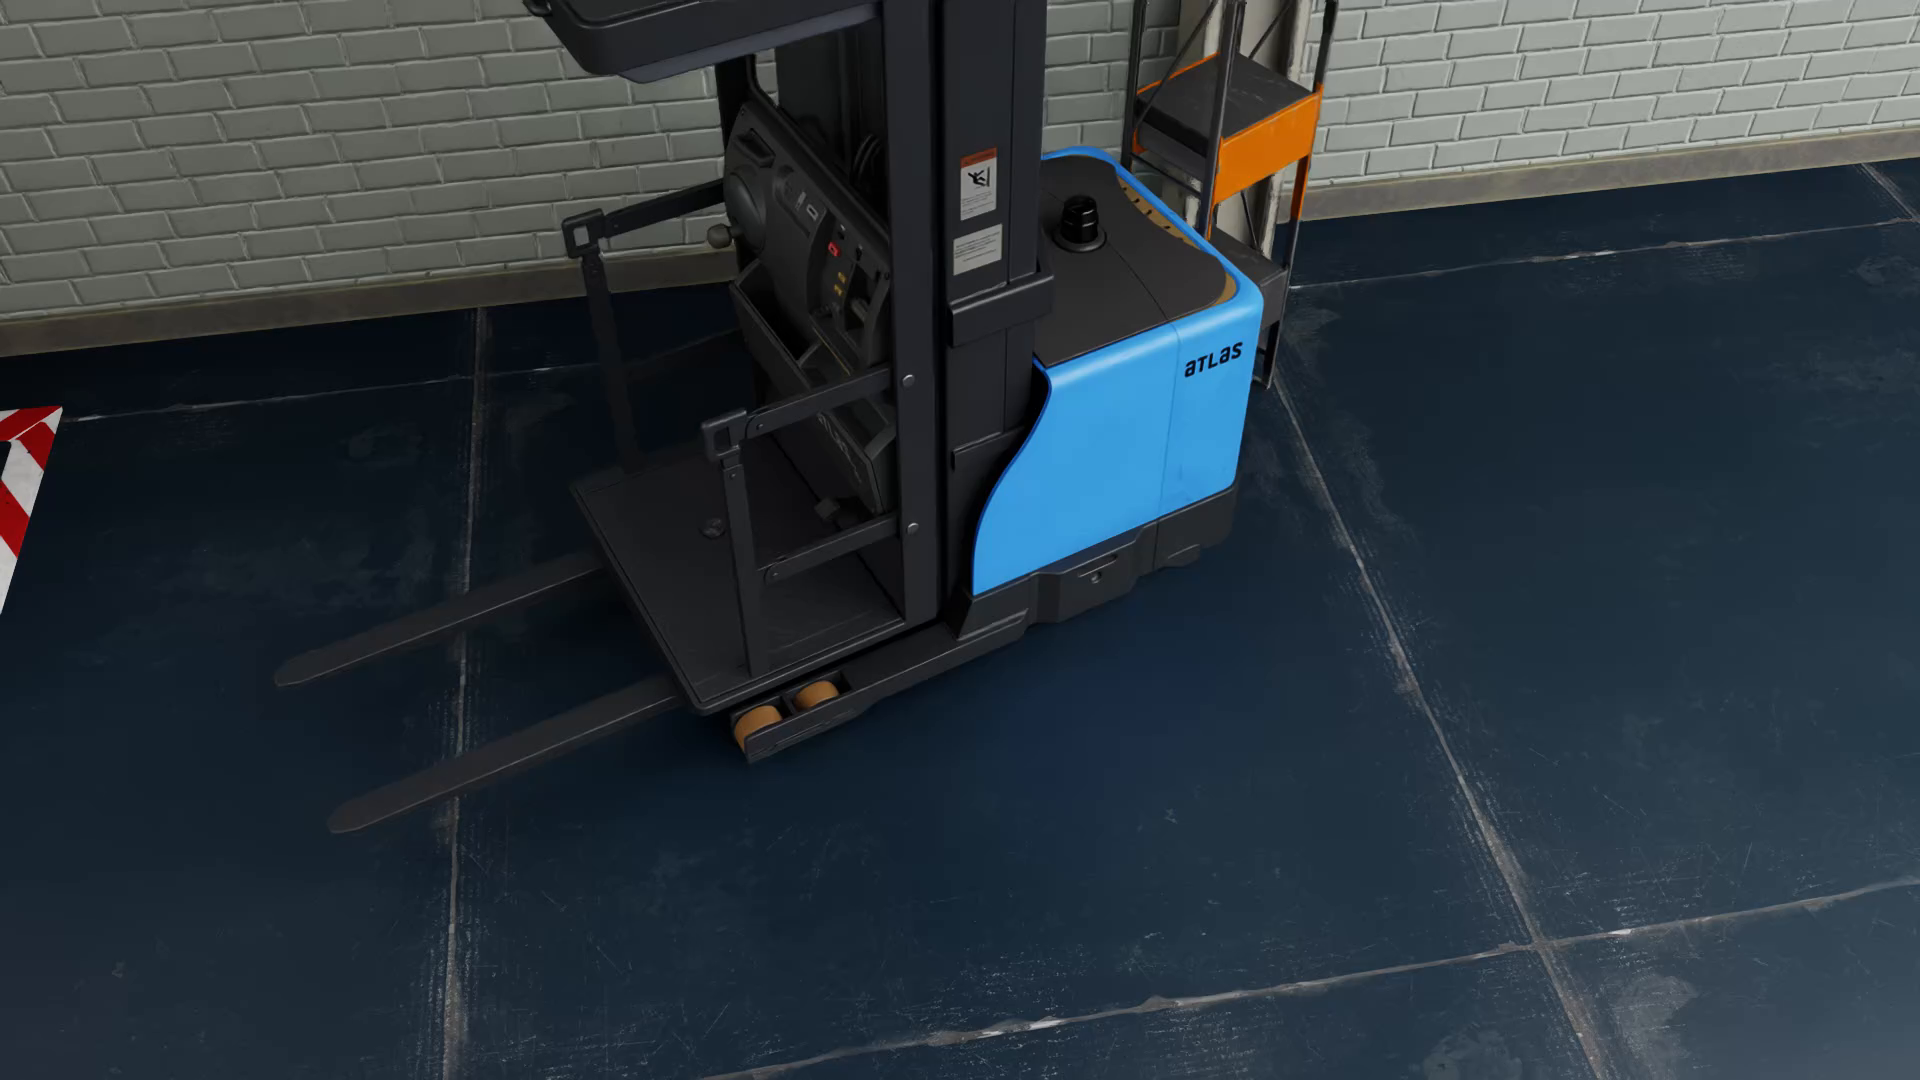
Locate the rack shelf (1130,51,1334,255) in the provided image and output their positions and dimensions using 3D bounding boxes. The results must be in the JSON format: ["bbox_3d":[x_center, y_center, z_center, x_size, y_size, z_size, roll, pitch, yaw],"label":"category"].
[{"bbox_3d":[0.891,-1.288,5.551,0.480,0.518,0.431,-32,54,-27],"label":"rack shelf"}]

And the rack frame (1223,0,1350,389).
[{"bbox_3d":[1.075,-1.412,5.652,0.015,2.100,0.400,-32,54,-27],"label":"rack frame"}]

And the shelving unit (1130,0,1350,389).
[{"bbox_3d":[0.891,-1.297,5.542,0.503,2.100,0.431,-32,54,-27],"label":"shelving unit"}]

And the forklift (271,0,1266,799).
[{"bbox_3d":[-0.626,-0.814,4.499,3.031,2.935,1.130,-19,49,-17],"label":"forklift"}]

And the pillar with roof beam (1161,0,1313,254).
[{"bbox_3d":[1.788,-1.283,0.738,0.400,9.000,9.100,-7,46,-7],"label":"pillar with roof beam"}]

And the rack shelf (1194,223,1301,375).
[{"bbox_3d":[0.891,-0.802,6.055,0.480,0.518,0.431,-32,54,-27],"label":"rack shelf"}]

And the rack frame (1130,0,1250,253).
[{"bbox_3d":[0.706,-1.182,5.431,0.015,2.100,0.400,-32,54,-27],"label":"rack frame"}]

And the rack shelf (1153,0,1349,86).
[{"bbox_3d":[0.891,-1.773,5.047,0.480,0.518,0.431,-32,54,-27],"label":"rack shelf"}]
